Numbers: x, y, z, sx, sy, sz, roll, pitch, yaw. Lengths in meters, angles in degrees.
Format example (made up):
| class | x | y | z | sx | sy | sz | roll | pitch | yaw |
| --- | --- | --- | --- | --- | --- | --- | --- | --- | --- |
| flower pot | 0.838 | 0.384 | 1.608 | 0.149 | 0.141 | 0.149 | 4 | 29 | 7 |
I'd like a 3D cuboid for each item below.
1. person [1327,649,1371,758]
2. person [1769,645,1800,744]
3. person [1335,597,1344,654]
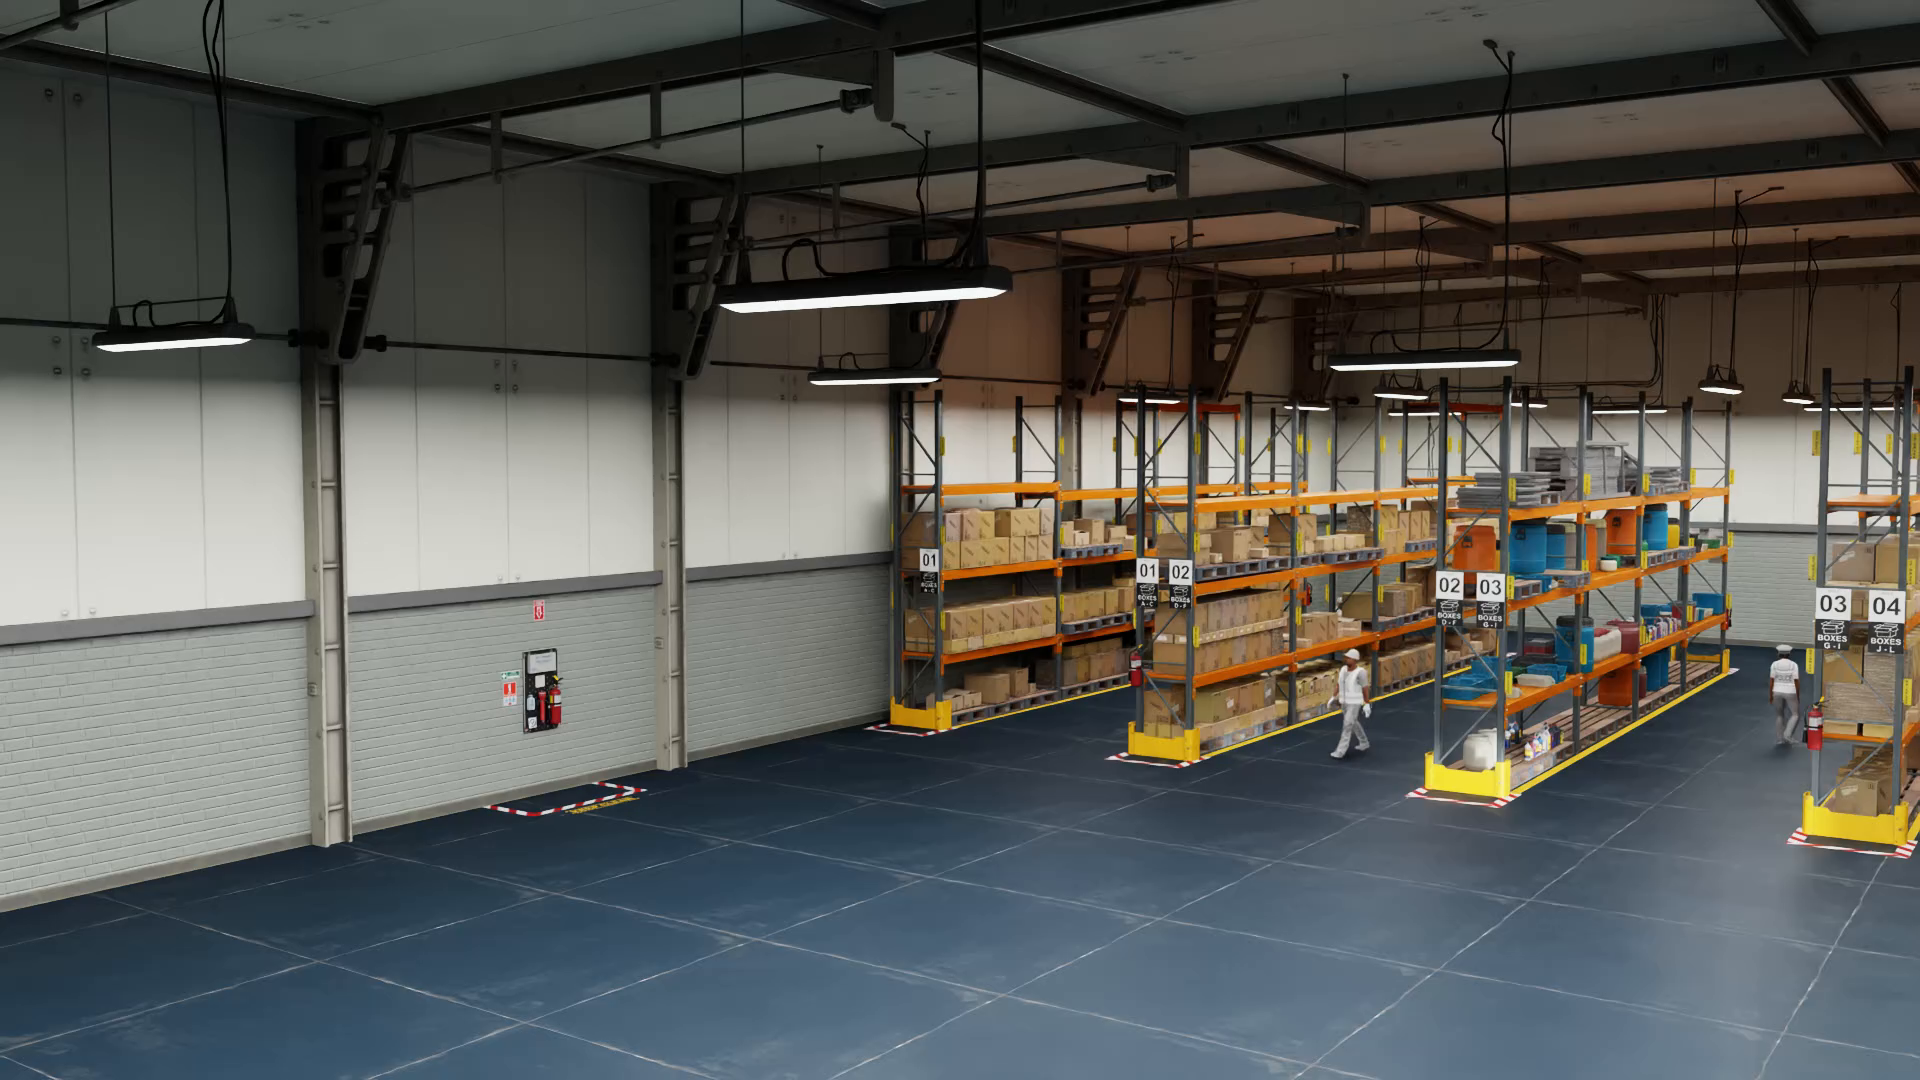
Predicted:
| class | x | y | z | sx | sy | sz | roll | pitch | yaw |
| --- | --- | --- | --- | --- | --- | --- | --- | --- | --- |
| person | 6.280 | 2.622 | 26.815 | 1.101 | 1.729 | 0.674 | -2 | 4 | -36 |
| person | 13.827 | 2.604 | 27.868 | 0.500 | 1.673 | 0.521 | 2 | 4 | 35 |
| person | 8.818 | 2.074 | 38.046 | 0.635 | 1.579 | 0.748 | 3 | 4 | 44 |
